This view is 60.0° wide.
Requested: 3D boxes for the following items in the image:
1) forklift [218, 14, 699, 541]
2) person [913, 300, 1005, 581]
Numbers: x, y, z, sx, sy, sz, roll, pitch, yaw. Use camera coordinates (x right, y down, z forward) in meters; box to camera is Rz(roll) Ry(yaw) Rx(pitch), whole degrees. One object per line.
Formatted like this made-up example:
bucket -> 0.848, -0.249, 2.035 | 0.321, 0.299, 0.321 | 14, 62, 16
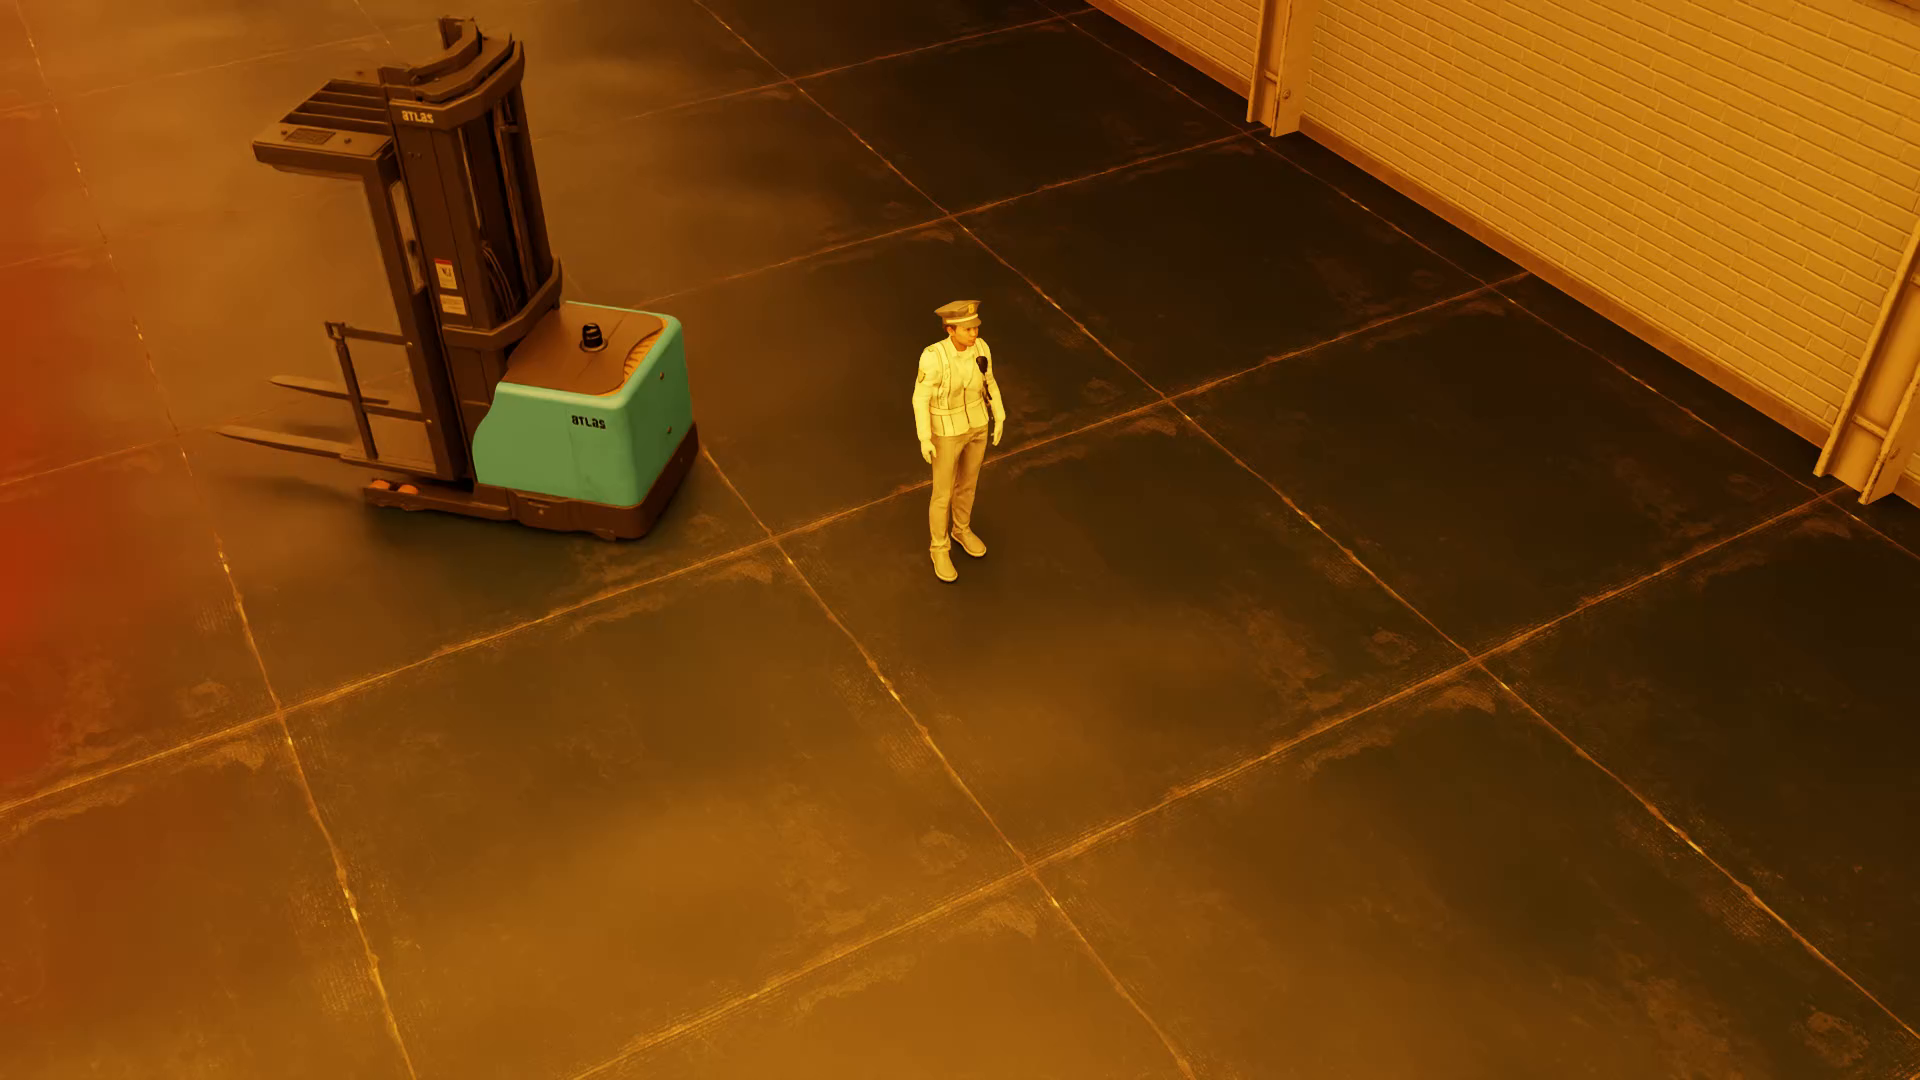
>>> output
forklift -> -3.289, -1.629, 10.000 | 3.031, 2.935, 1.130 | 9, 41, 11
person -> 0.029, -0.617, 9.738 | 0.587, 1.694, 0.529 | -20, 44, -23
